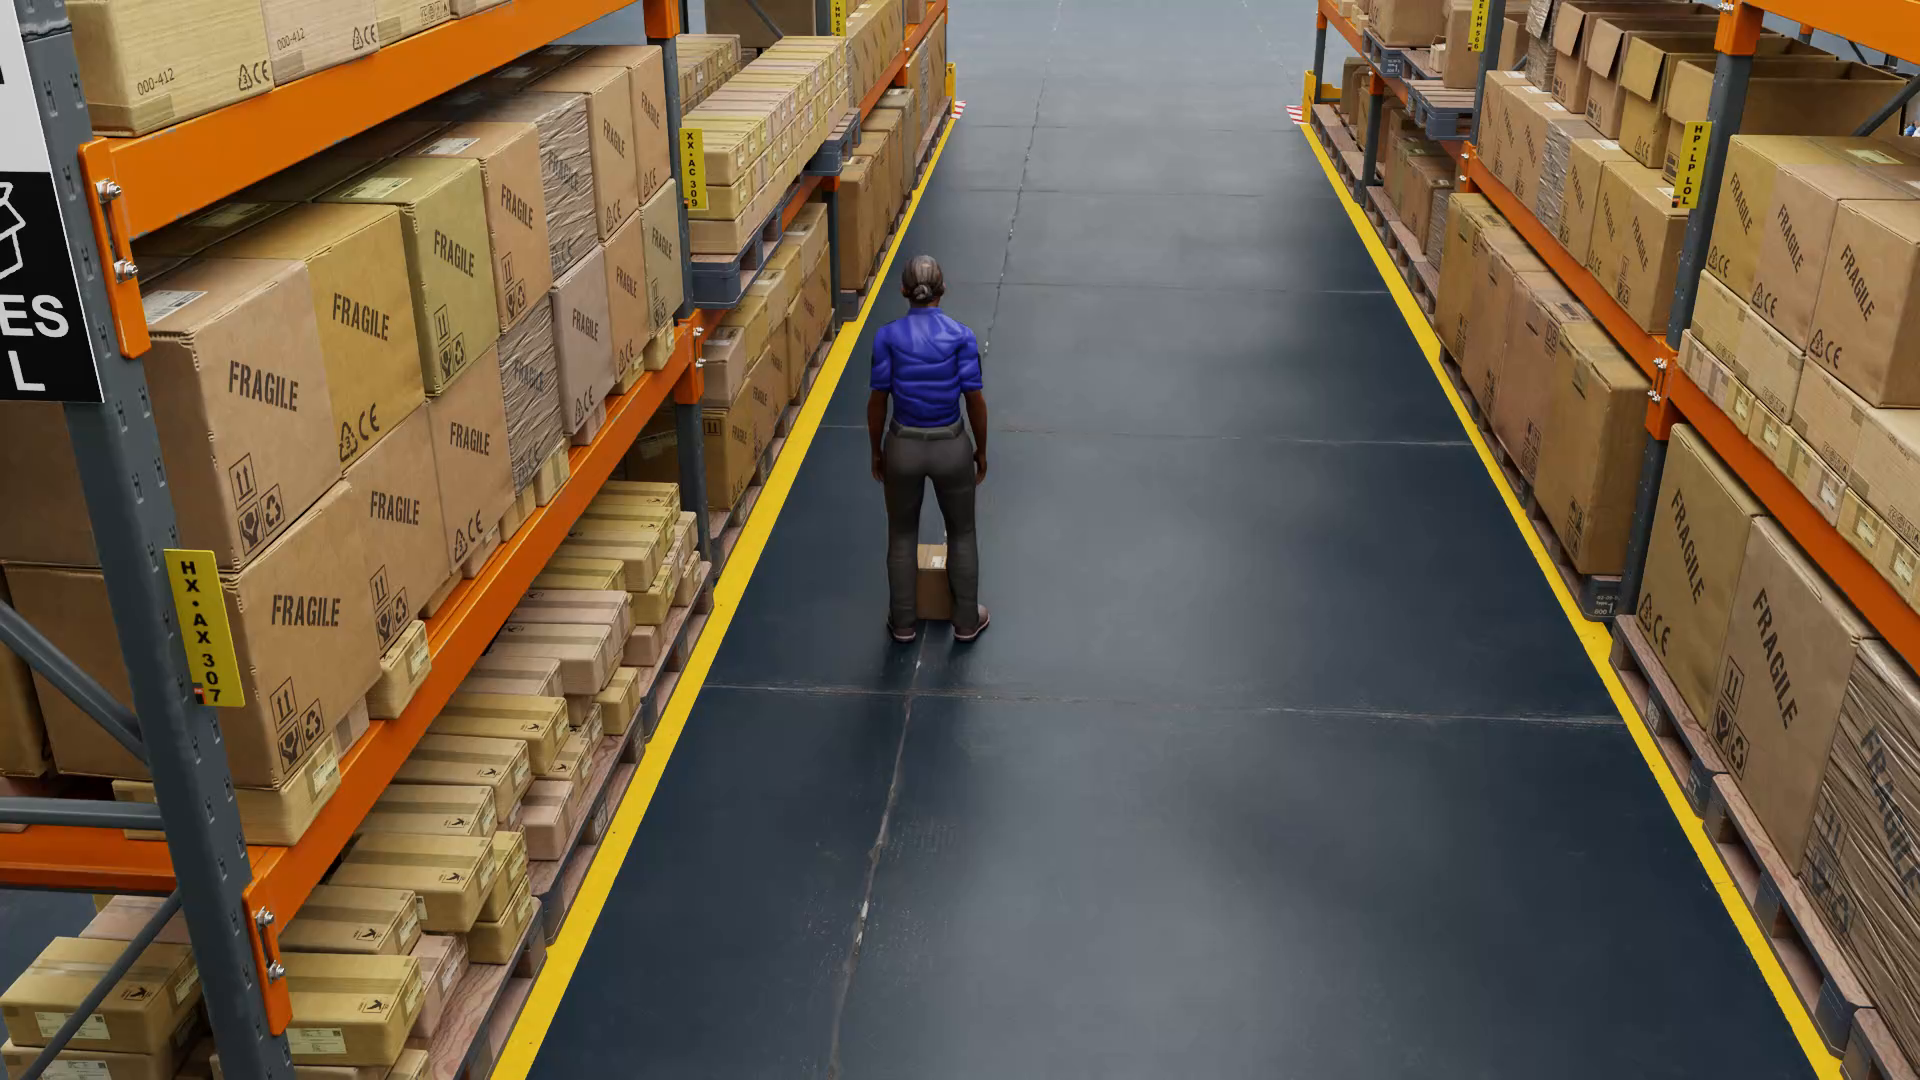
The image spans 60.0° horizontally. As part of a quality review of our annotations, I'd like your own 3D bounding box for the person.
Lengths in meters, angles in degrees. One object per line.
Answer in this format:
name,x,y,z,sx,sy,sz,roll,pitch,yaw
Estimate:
person,-0.125,-0.354,6.883,0.505,1.654,0.353,1,25,2
